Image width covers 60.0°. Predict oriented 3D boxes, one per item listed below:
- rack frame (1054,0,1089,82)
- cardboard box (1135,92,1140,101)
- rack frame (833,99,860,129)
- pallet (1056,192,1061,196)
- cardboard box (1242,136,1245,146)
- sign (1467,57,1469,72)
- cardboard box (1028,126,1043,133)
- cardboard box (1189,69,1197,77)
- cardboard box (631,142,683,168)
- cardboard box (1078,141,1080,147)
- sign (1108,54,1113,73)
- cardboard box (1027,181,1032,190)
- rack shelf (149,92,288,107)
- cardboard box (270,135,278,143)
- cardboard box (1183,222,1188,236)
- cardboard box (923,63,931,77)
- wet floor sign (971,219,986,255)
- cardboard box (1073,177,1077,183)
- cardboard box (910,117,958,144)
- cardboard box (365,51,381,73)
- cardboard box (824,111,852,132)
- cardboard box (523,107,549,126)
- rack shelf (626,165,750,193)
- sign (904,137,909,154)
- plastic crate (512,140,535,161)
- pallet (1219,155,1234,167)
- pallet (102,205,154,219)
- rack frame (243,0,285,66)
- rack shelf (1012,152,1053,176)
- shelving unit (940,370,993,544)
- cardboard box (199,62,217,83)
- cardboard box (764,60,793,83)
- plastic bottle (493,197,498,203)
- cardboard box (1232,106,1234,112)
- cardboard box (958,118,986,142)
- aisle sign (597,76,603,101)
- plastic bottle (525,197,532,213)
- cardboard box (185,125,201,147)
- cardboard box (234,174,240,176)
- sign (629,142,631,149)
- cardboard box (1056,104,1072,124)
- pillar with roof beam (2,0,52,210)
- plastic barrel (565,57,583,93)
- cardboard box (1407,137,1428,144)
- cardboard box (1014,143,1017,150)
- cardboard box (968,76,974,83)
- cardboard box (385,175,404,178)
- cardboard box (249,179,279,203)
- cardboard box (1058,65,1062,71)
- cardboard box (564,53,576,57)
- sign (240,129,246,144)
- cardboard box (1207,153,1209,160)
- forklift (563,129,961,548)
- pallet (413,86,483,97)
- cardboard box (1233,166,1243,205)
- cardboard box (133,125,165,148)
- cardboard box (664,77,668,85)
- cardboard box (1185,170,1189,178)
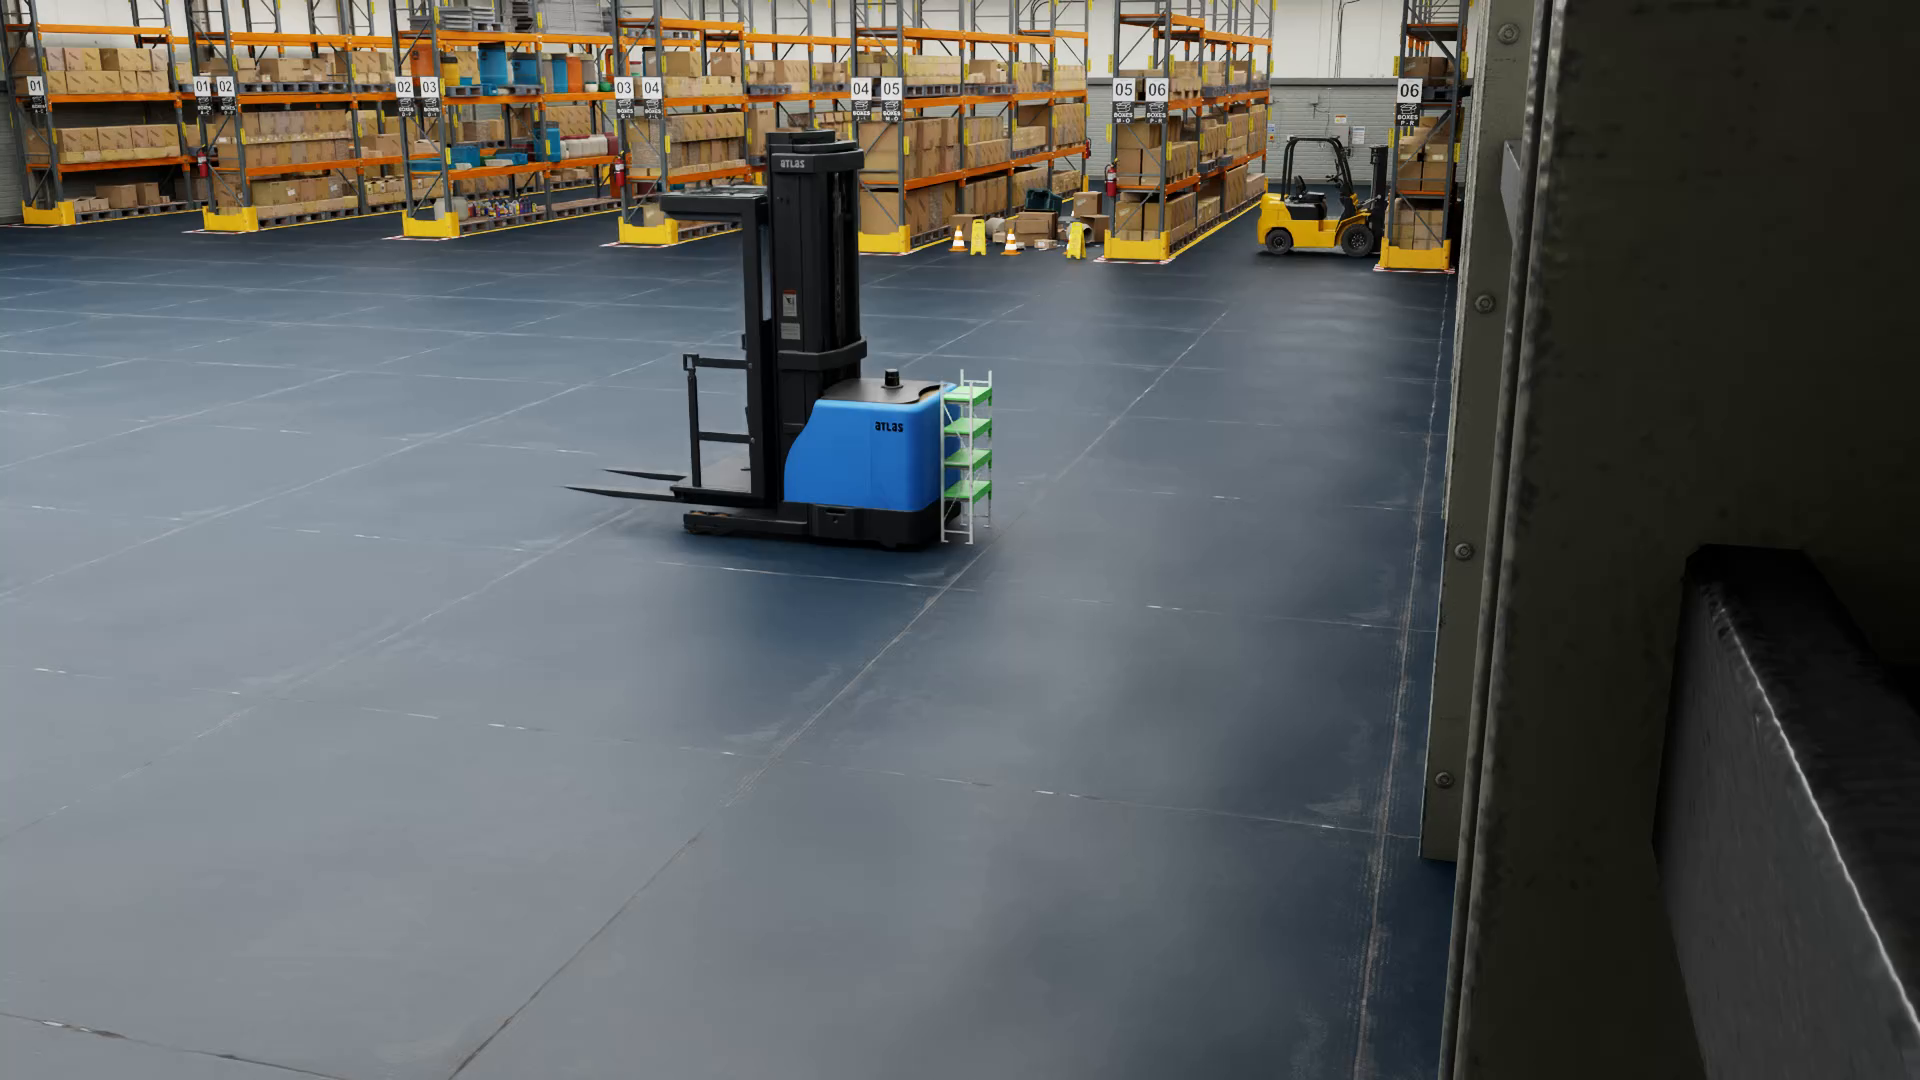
[{"bbox_3d":[3.008,-14.058,45.400,1.000,3.000,0.127,5,16,16],"label":"rack frame"},{"bbox_3d":[3.069,-8.065,30.231,0.380,0.149,0.250,5,17,16],"label":"cardboard box"},{"bbox_3d":[-2.856,-10.536,43.978,1.000,3.000,0.127,5,16,16],"label":"rack frame"},{"bbox_3d":[2.028,-8.962,43.539,1.003,0.211,1.213,5,16,16],"label":"pallet"},{"bbox_3d":[6.619,-9.670,40.285,0.500,0.250,0.500,5,17,17],"label":"cardboard box"},{"bbox_3d":[11.939,-11.223,39.233,0.100,0.325,0.005,5,16,16],"label":"sign"},{"bbox_3d":[1.869,-10.302,41.753,0.380,0.149,0.250,4,16,14],"label":"cardboard box"},{"bbox_3d":[4.384,-9.067,32.302,0.380,0.149,0.250,5,17,18],"label":"cardboard box"},{"bbox_3d":[-6.083,-7.730,33.355,0.875,0.500,0.500,5,16,16],"label":"cardboard box"},{"bbox_3d":[3.080,-10.881,45.656,0.380,0.149,0.250,5,16,16],"label":"cardboard box"},{"bbox_3d":[2.709,-8.545,29.840,0.100,0.325,0.005,5,16,16],"label":"sign"},{"bbox_3d":[1.461,-8.510,40.645,0.500,0.500,0.500,4,16,14],"label":"cardboard box"},{"bbox_3d":[-18.808,-11.216,42.196,1.077,0.370,4.000,5,16,16],"label":"rack shelf"},{"bbox_3d":[-15.226,-8.812,36.529,0.380,0.149,0.250,4,16,15],"label":"cardboard box"},{"bbox_3d":[4.171,-6.105,32.627,0.500,0.250,0.500,5,17,17],"label":"cardboard box"},{"bbox_3d":[-0.870,-9.121,32.269,0.500,0.250,0.500,4,16,15],"label":"cardboard box"},{"bbox_3d":[0.351,-5.692,31.214,0.267,0.644,0.232,2,16,6],"label":"wet floor sign"},{"bbox_3d":[2.986,-9.849,45.465,0.380,0.149,0.250,4,16,14],"label":"cardboard box"},{"bbox_3d":[-0.540,-8.530,34.651,0.875,0.550,0.550,5,16,16],"label":"cardboard box"},{"bbox_3d":[-14.273,-11.455,39.852,0.500,0.500,0.500,6,17,21],"label":"cardboard box"},{"bbox_3d":[-3.235,-10.720,42.606,0.797,0.503,0.637,5,17,16],"label":"cardboard box"},{"bbox_3d":[-11.949,-11.936,46.898,0.500,0.500,0.500,5,17,17],"label":"cardboard box"},{"bbox_3d":[-5.697,-7.574,34.853,1.077,0.370,4.000,5,16,16],"label":"rack shelf"},{"bbox_3d":[-1.009,-7.395,31.174,0.100,0.325,0.005,5,16,16],"label":"sign"},{"bbox_3d":[-10.034,-9.008,38.475,0.402,0.464,0.583,5,16,16],"label":"plastic crate"},{"bbox_3d":[5.409,-8.434,36.919,1.213,0.211,1.003,5,16,16],"label":"pallet"},{"bbox_3d":[-19.878,-7.755,39.284,1.003,0.211,1.213,5,16,16],"label":"pallet"},{"bbox_3d":[-18.240,-13.528,43.533,1.000,3.000,0.127,5,16,16],"label":"rack frame"},{"bbox_3d":[1.303,-9.256,40.782,1.077,0.370,4.000,5,16,16],"label":"rack shelf"},{"bbox_3d":[0.049,-0.620,12.317,0.258,1.200,0.503,5,17,17],"label":"shelving unit"},{"bbox_3d":[-18.794,-11.748,41.802,0.500,0.500,0.500,4,16,14],"label":"cardboard box"},{"bbox_3d":[-4.179,-10.814,38.361,0.500,0.500,0.500,5,17,17],"label":"cardboard box"},{"bbox_3d":[-10.505,-7.585,37.624,0.144,0.351,0.185,5,17,17],"label":"plastic bottle"},{"bbox_3d":[6.687,-10.839,41.842,0.380,0.149,0.250,5,16,16],"label":"cardboard box"},{"bbox_3d":[0.166,-9.090,36.866,0.700,0.500,0.500,4,16,15],"label":"cardboard box"},{"bbox_3d":[-10.903,-13.596,50.004,0.394,0.787,0.004,5,16,16],"label":"aisle sign"},{"bbox_3d":[-9.784,-7.574,37.582,0.144,0.351,0.185,4,16,14],"label":"plastic bottle"},{"bbox_3d":[-19.199,-9.986,41.048,0.700,0.500,0.500,5,16,16],"label":"cardboard box"},{"bbox_3d":[-18.758,-9.540,42.867,0.500,0.250,0.500,5,16,16],"label":"cardboard box"},{"bbox_3d":[-8.212,-9.911,41.477,0.100,0.325,0.005,5,16,16],"label":"sign"},{"bbox_3d":[2.686,-11.297,44.100,0.500,0.500,0.500,4,16,14],"label":"cardboard box"},{"bbox_3d":[-17.016,-11.351,35.859,9.100,9.000,0.400,5,16,16],"label":"pillar with roof beam"},{"bbox_3d":[-9.368,-11.154,39.874,0.600,0.830,0.708,5,16,16],"label":"plastic barrel"},{"bbox_3d":[8.706,-7.591,31.677,0.380,0.149,0.250,4,16,15],"label":"cardboard box"},{"bbox_3d":[1.132,-9.331,39.421,0.380,0.149,0.250,5,17,19],"label":"cardboard box"},{"bbox_3d":[0.130,-9.856,35.593,0.250,0.149,0.380,5,16,16],"label":"cardboard box"},{"bbox_3d":[-14.208,-9.022,41.883,0.500,0.311,0.500,4,16,14],"label":"cardboard box"},{"bbox_3d":[-15.625,-7.832,37.339,0.500,0.500,0.500,5,16,16],"label":"cardboard box"},{"bbox_3d":[2.430,-12.189,42.936,0.380,0.149,0.250,4,16,14],"label":"cardboard box"},{"bbox_3d":[-11.609,-13.925,48.413,0.700,0.500,0.500,5,16,16],"label":"cardboard box"},{"bbox_3d":[-15.232,-8.576,35.335,0.100,0.325,0.005,5,16,16],"label":"sign"},{"bbox_3d":[5.032,-8.085,35.026,0.380,0.149,0.250,5,17,17],"label":"cardboard box"},{"bbox_3d":[-1.559,-1.569,12.491,3.031,2.935,1.130,5,17,18],"label":"forklift"},{"bbox_3d":[-10.686,-9.342,34.617,1.003,0.211,1.213,5,16,16],"label":"pallet"},{"bbox_3d":[6.297,-8.542,40.072,0.875,0.875,0.875,5,17,17],"label":"cardboard box"},{"bbox_3d":[-19.351,-9.615,39.595,0.500,0.500,0.500,5,16,16],"label":"cardboard box"},{"bbox_3d":[-5.966,-9.013,32.657,0.380,0.149,0.250,5,16,15],"label":"cardboard box"},{"bbox_3d":[4.288,-7.180,32.606,0.380,0.149,0.250,4,16,15],"label":"cardboard box"}]
